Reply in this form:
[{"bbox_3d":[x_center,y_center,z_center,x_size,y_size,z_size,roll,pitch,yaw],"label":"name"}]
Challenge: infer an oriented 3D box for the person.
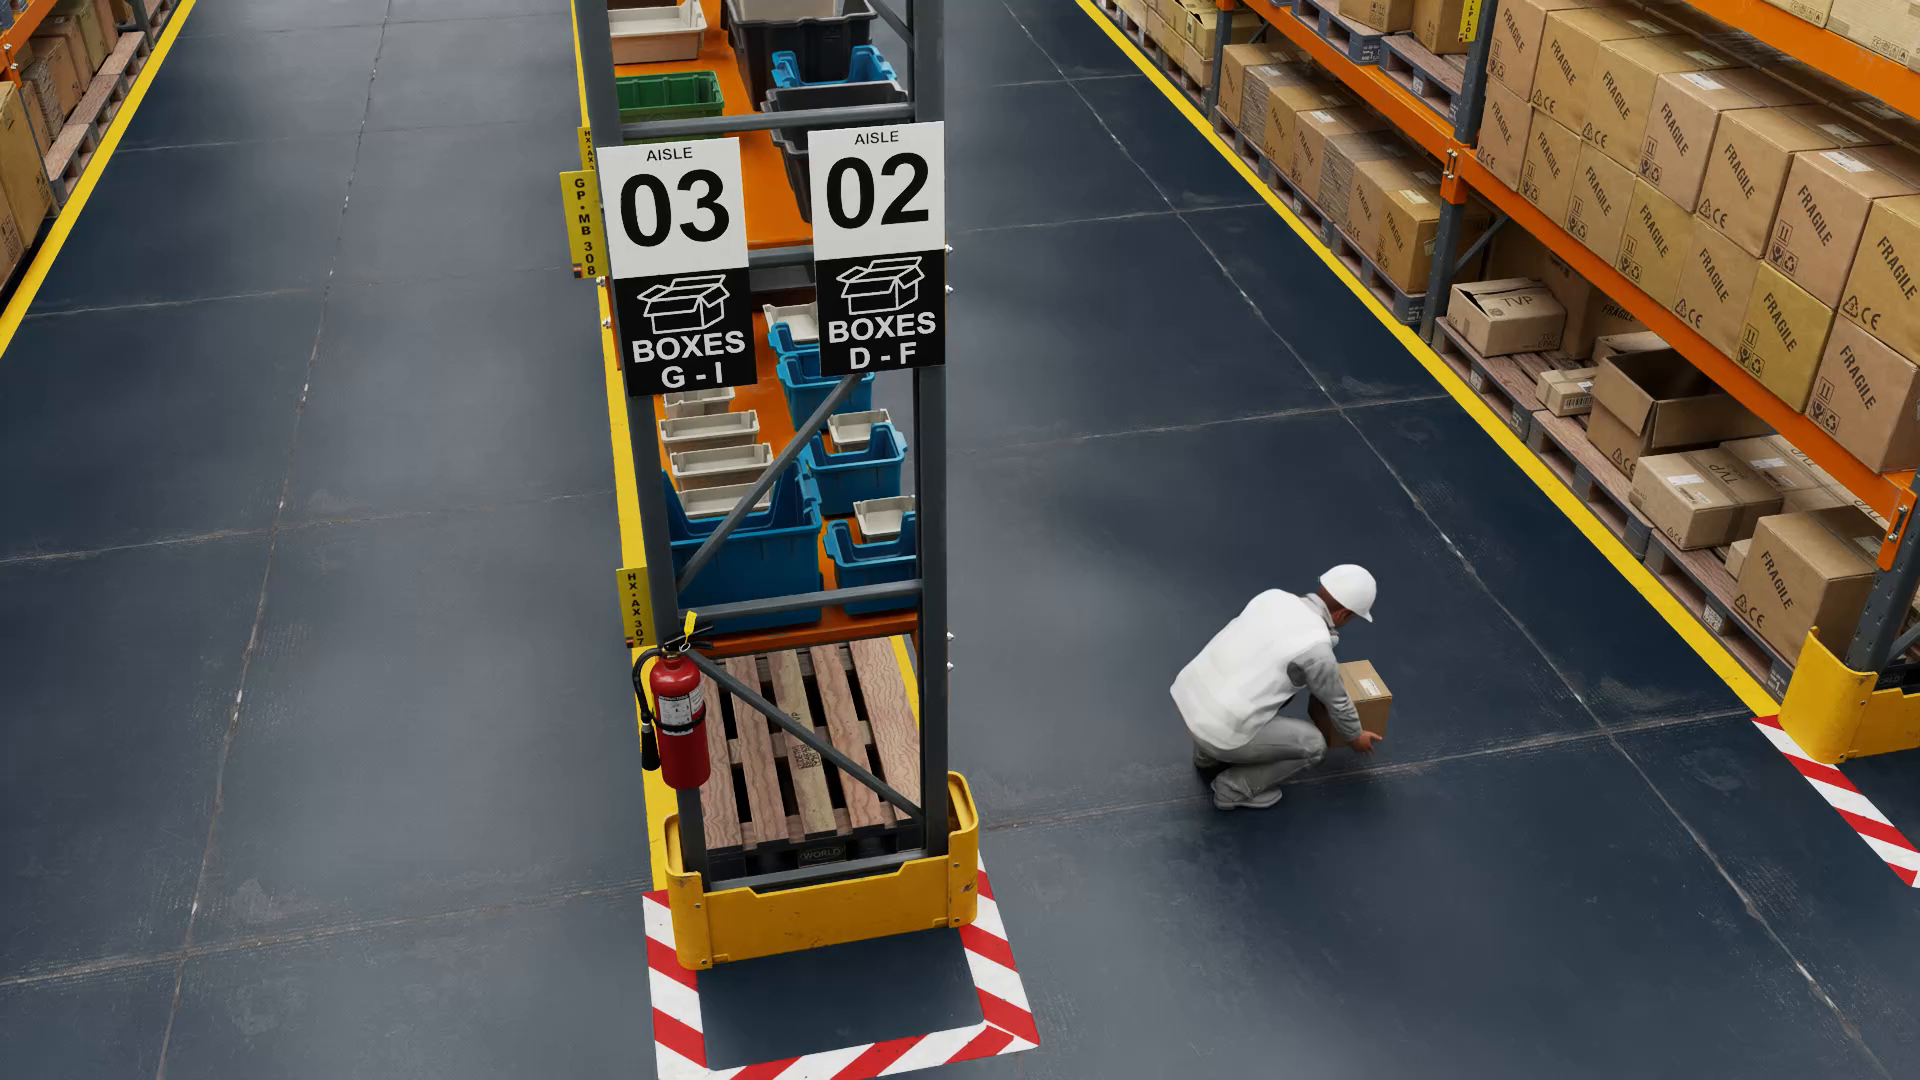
[{"bbox_3d":[1.328,0.595,6.938,0.881,1.011,0.525,-8,35,-11],"label":"person"}]
